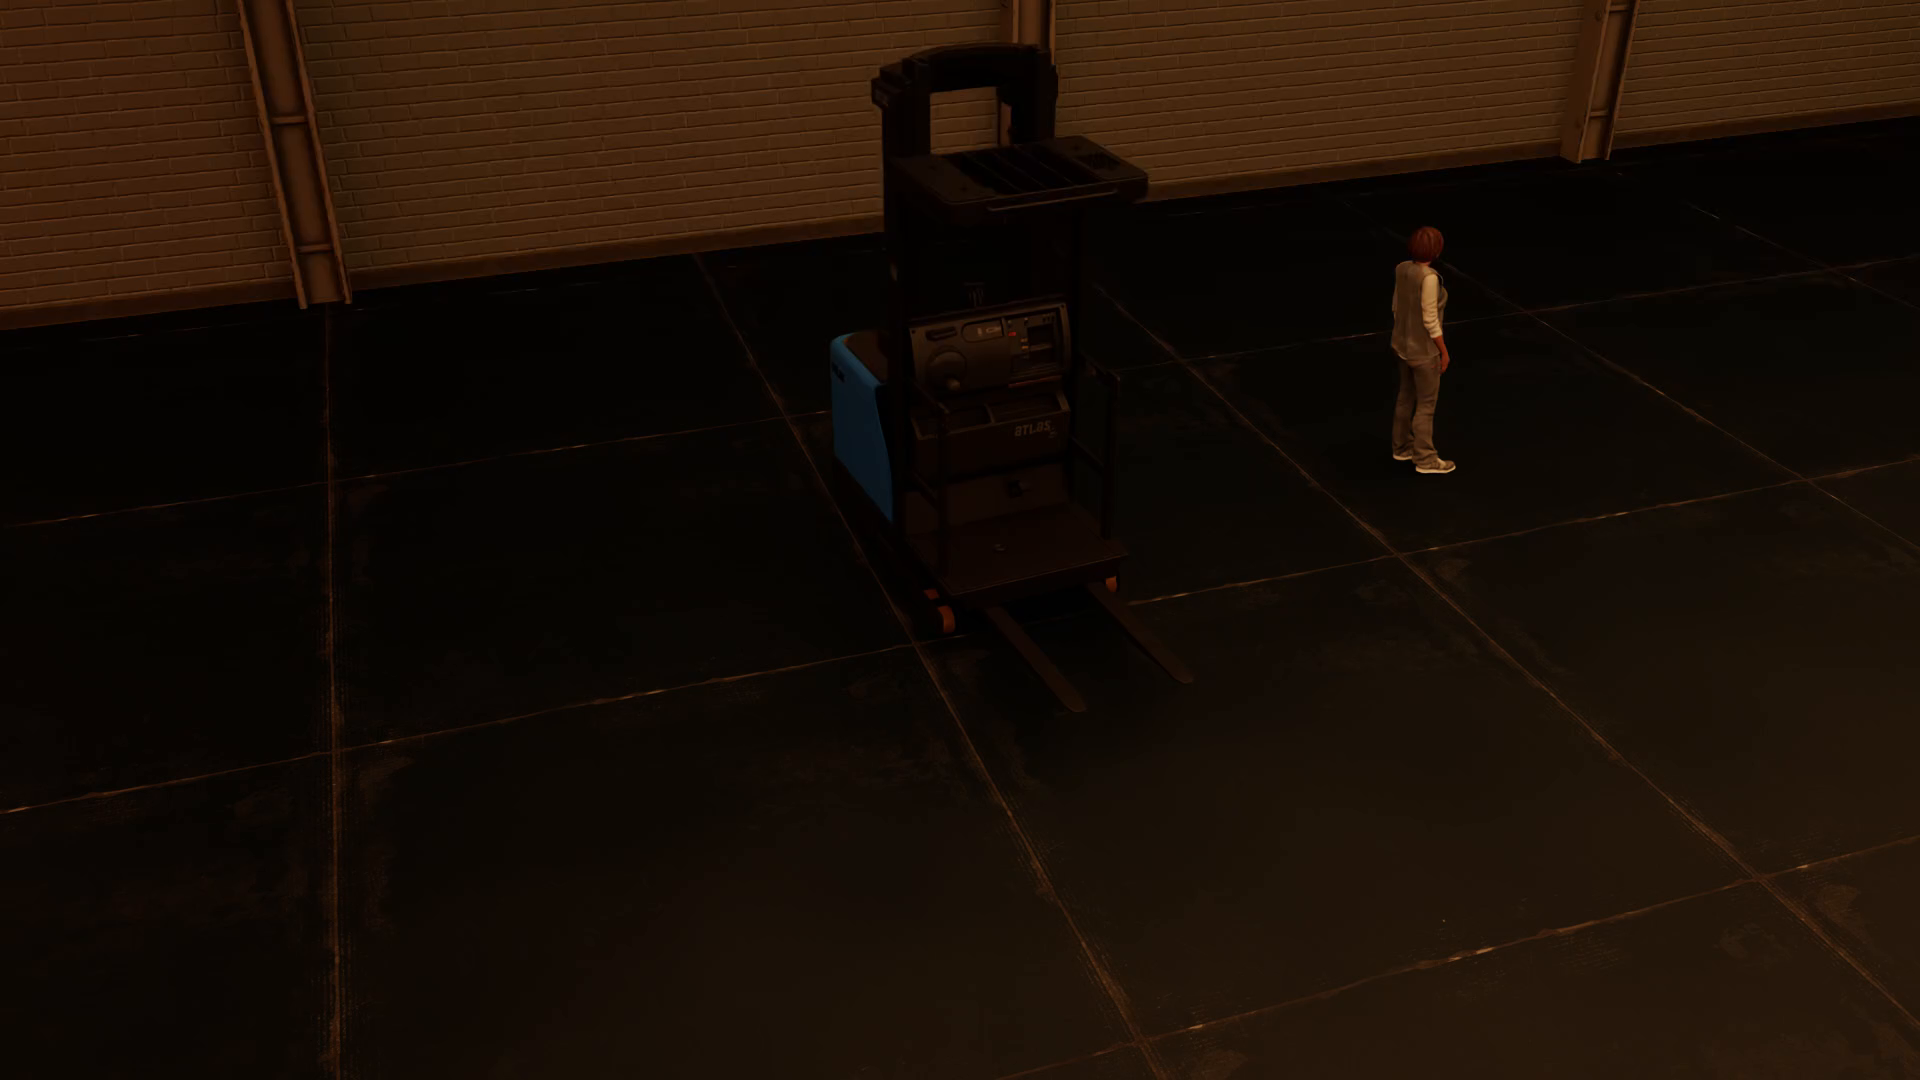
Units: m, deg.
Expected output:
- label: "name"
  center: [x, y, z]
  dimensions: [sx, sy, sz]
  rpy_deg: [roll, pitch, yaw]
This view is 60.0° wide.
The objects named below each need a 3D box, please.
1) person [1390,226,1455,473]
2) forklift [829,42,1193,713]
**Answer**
- label: "person"
  center: [2.951, -1.210, 10.531]
  dimensions: [0.437, 1.610, 0.499]
  rpy_deg: [-9, 31, -15]
- label: "forklift"
  center: [0.256, -0.993, 8.813]
  dimensions: [1.130, 2.935, 3.031]
  rpy_deg: [-12, 32, -20]
